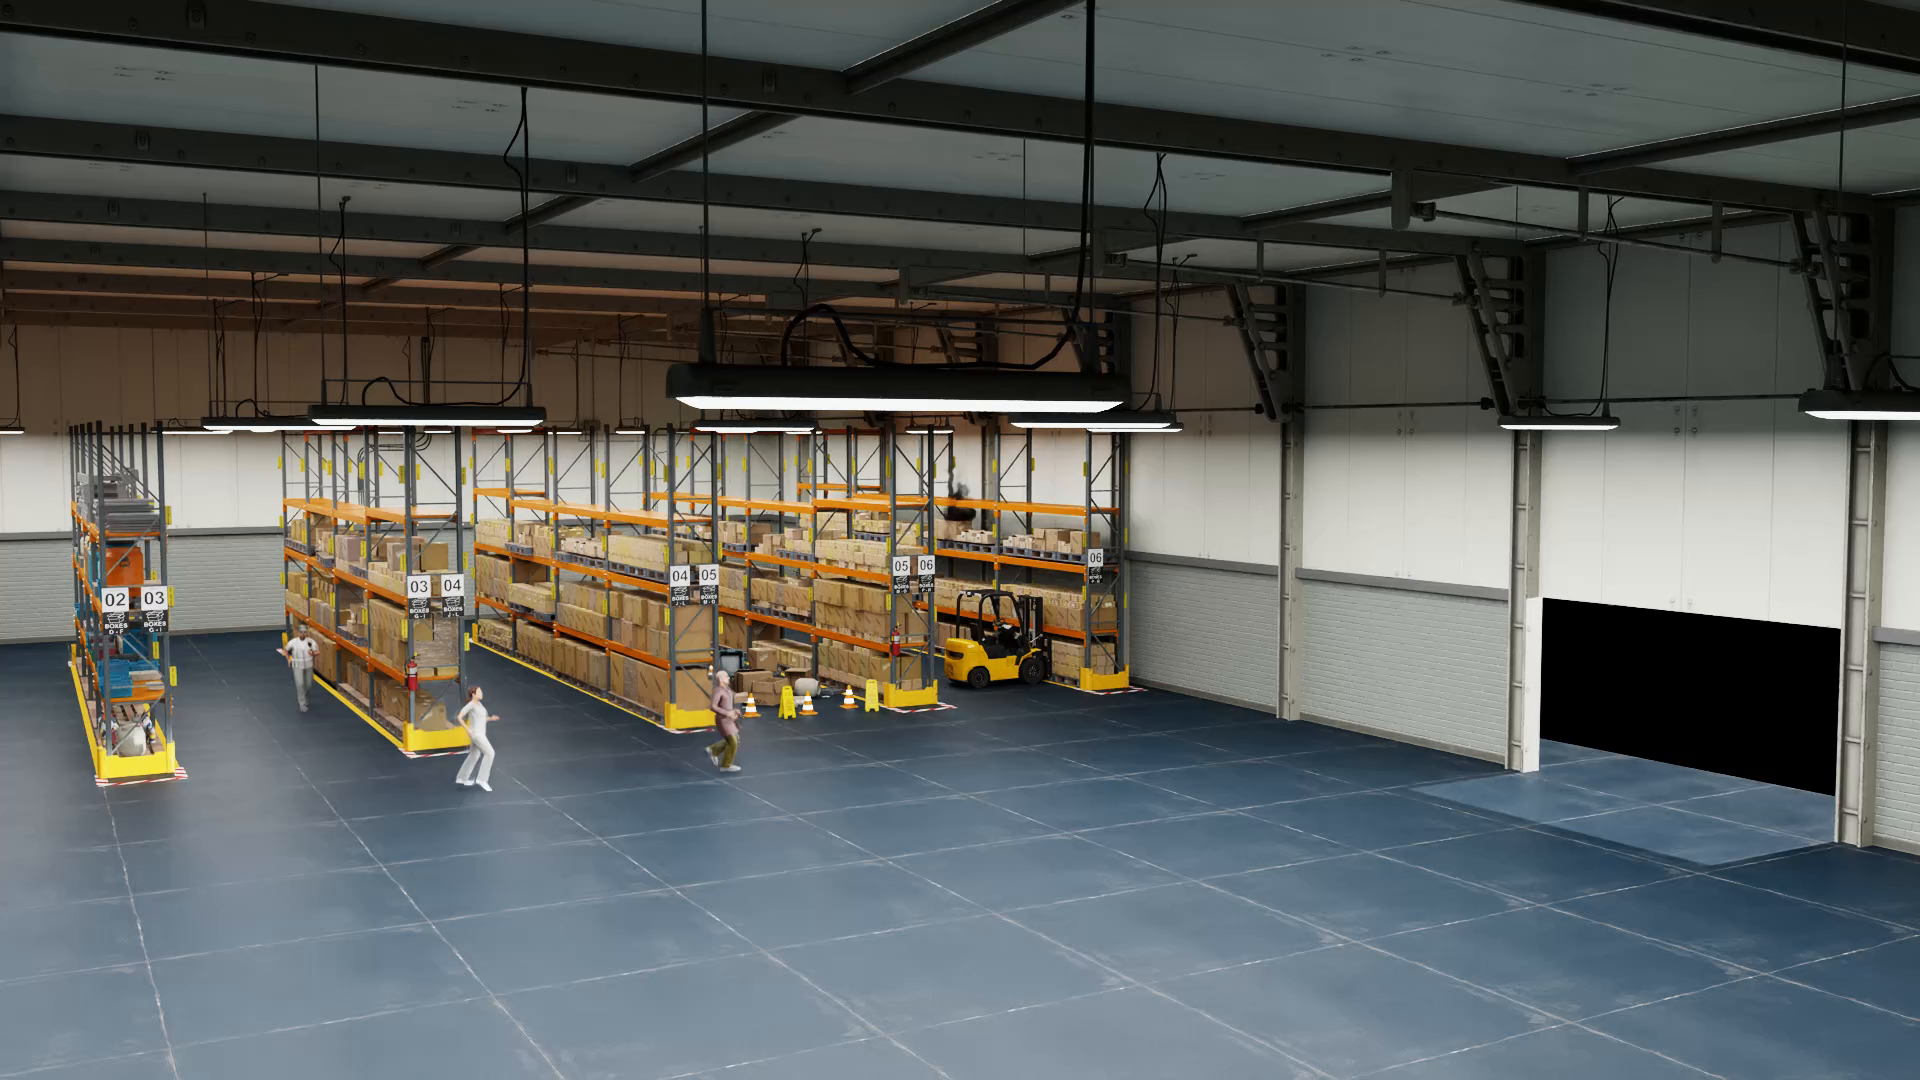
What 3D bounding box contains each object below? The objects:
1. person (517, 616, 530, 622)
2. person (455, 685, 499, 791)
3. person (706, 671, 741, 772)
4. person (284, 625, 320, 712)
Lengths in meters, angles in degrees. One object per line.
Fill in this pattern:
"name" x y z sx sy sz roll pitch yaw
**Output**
"person" -12.723 1.877 48.546 0.651 1.698 0.649 -2 4 -34
"person" -7.855 3.219 27.024 0.733 1.718 0.536 0 4 -5
"person" -4.060 3.097 28.462 0.669 1.723 0.707 1 4 10
"person" -13.778 2.658 34.882 0.662 1.768 0.968 -2 4 -34
